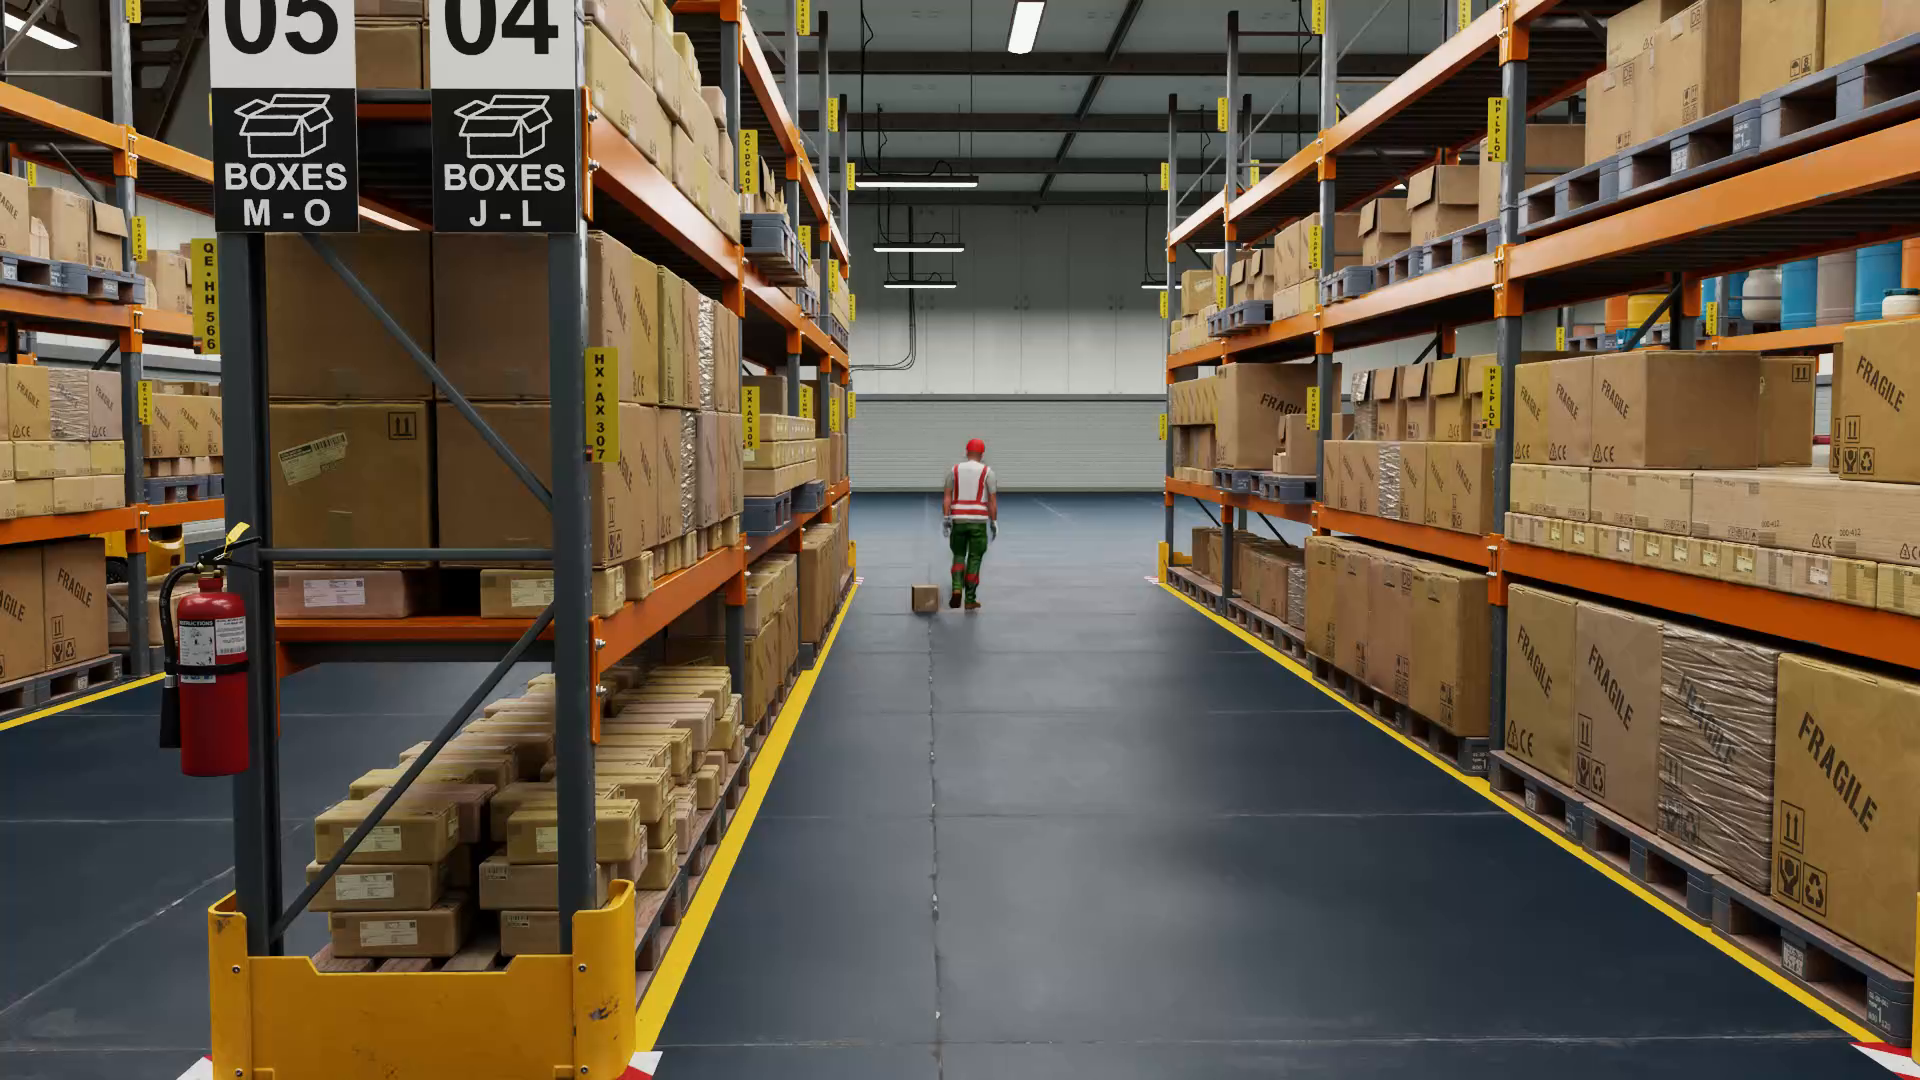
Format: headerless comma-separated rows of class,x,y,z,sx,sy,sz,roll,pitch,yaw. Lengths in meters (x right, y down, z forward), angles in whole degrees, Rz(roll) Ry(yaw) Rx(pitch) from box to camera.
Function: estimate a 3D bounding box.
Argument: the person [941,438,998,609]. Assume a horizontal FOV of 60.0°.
person,0.100,-0.170,17.350,0.566,1.787,0.500,1,4,16
